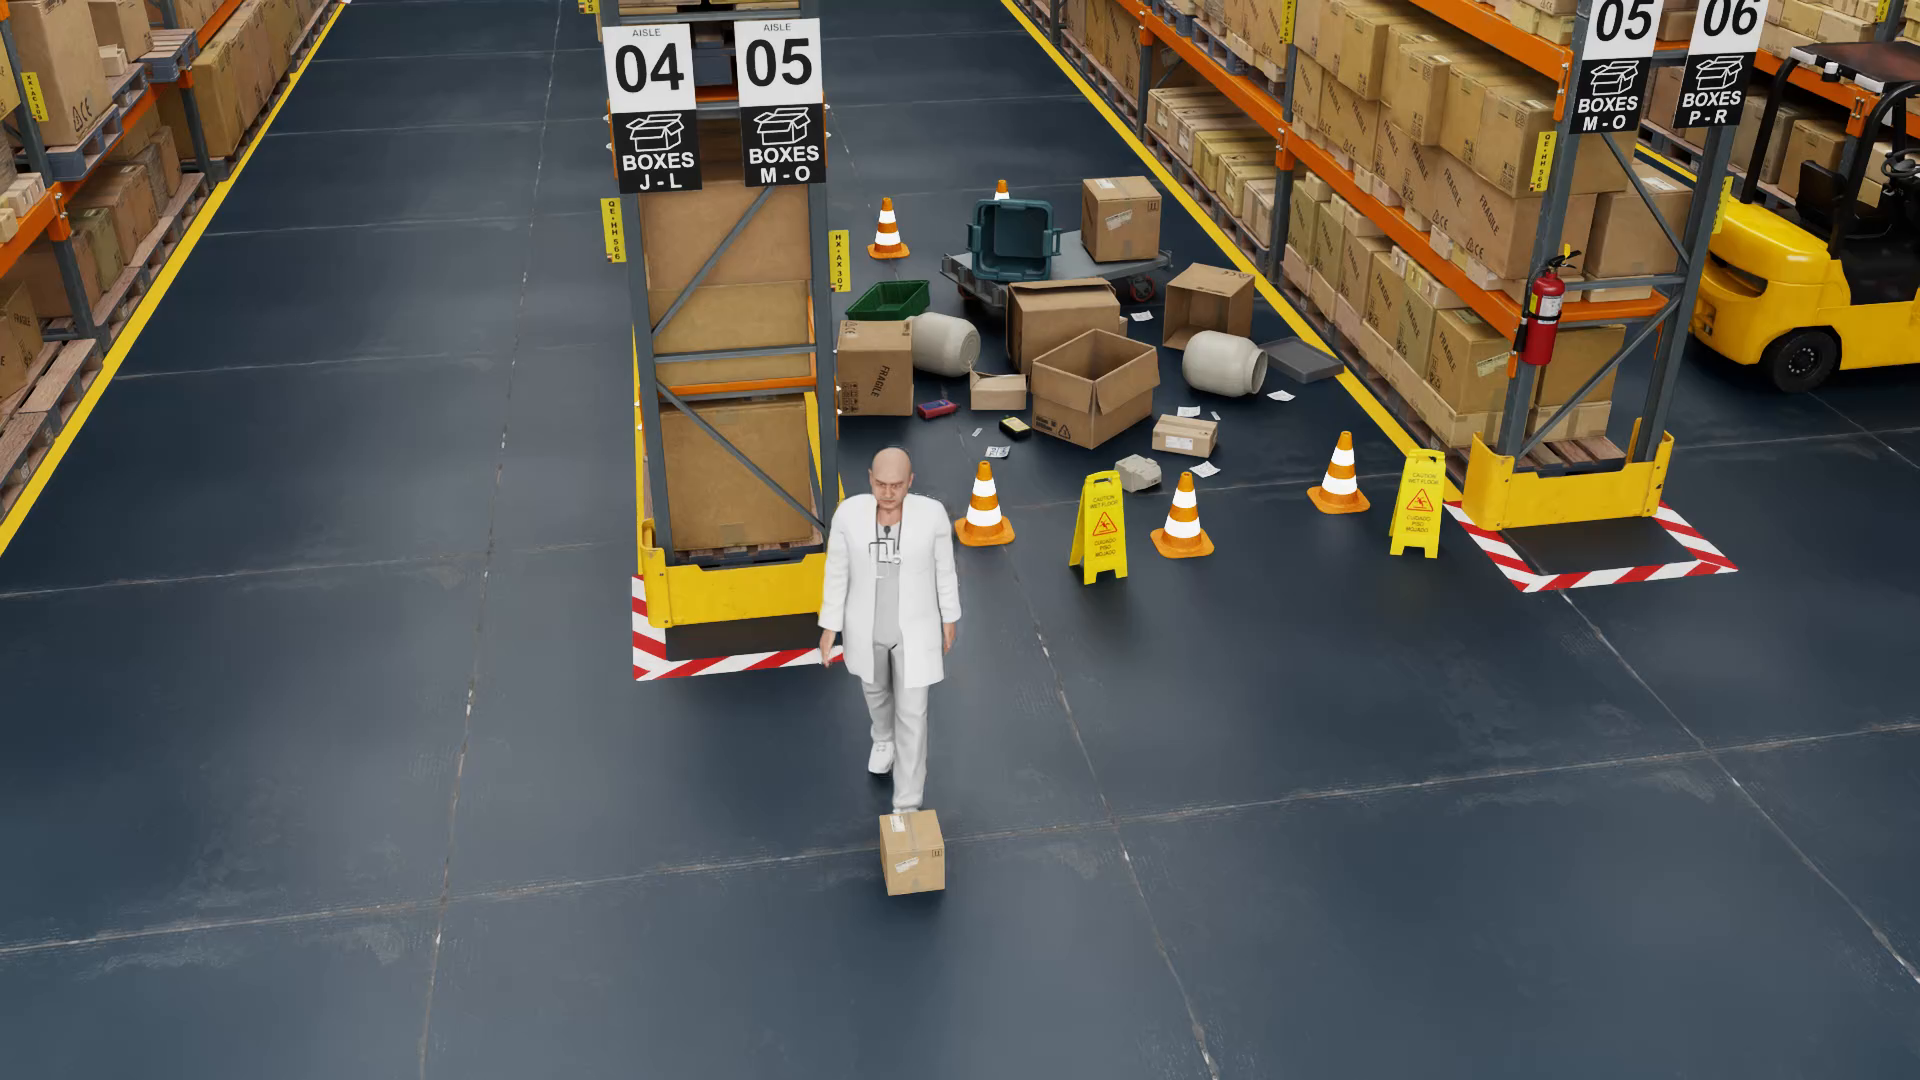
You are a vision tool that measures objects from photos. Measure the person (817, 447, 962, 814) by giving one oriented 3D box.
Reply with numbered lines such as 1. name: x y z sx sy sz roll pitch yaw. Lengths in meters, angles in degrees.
1. person: -0.331 0.424 7.416 0.628 1.758 0.898 4 31 7
